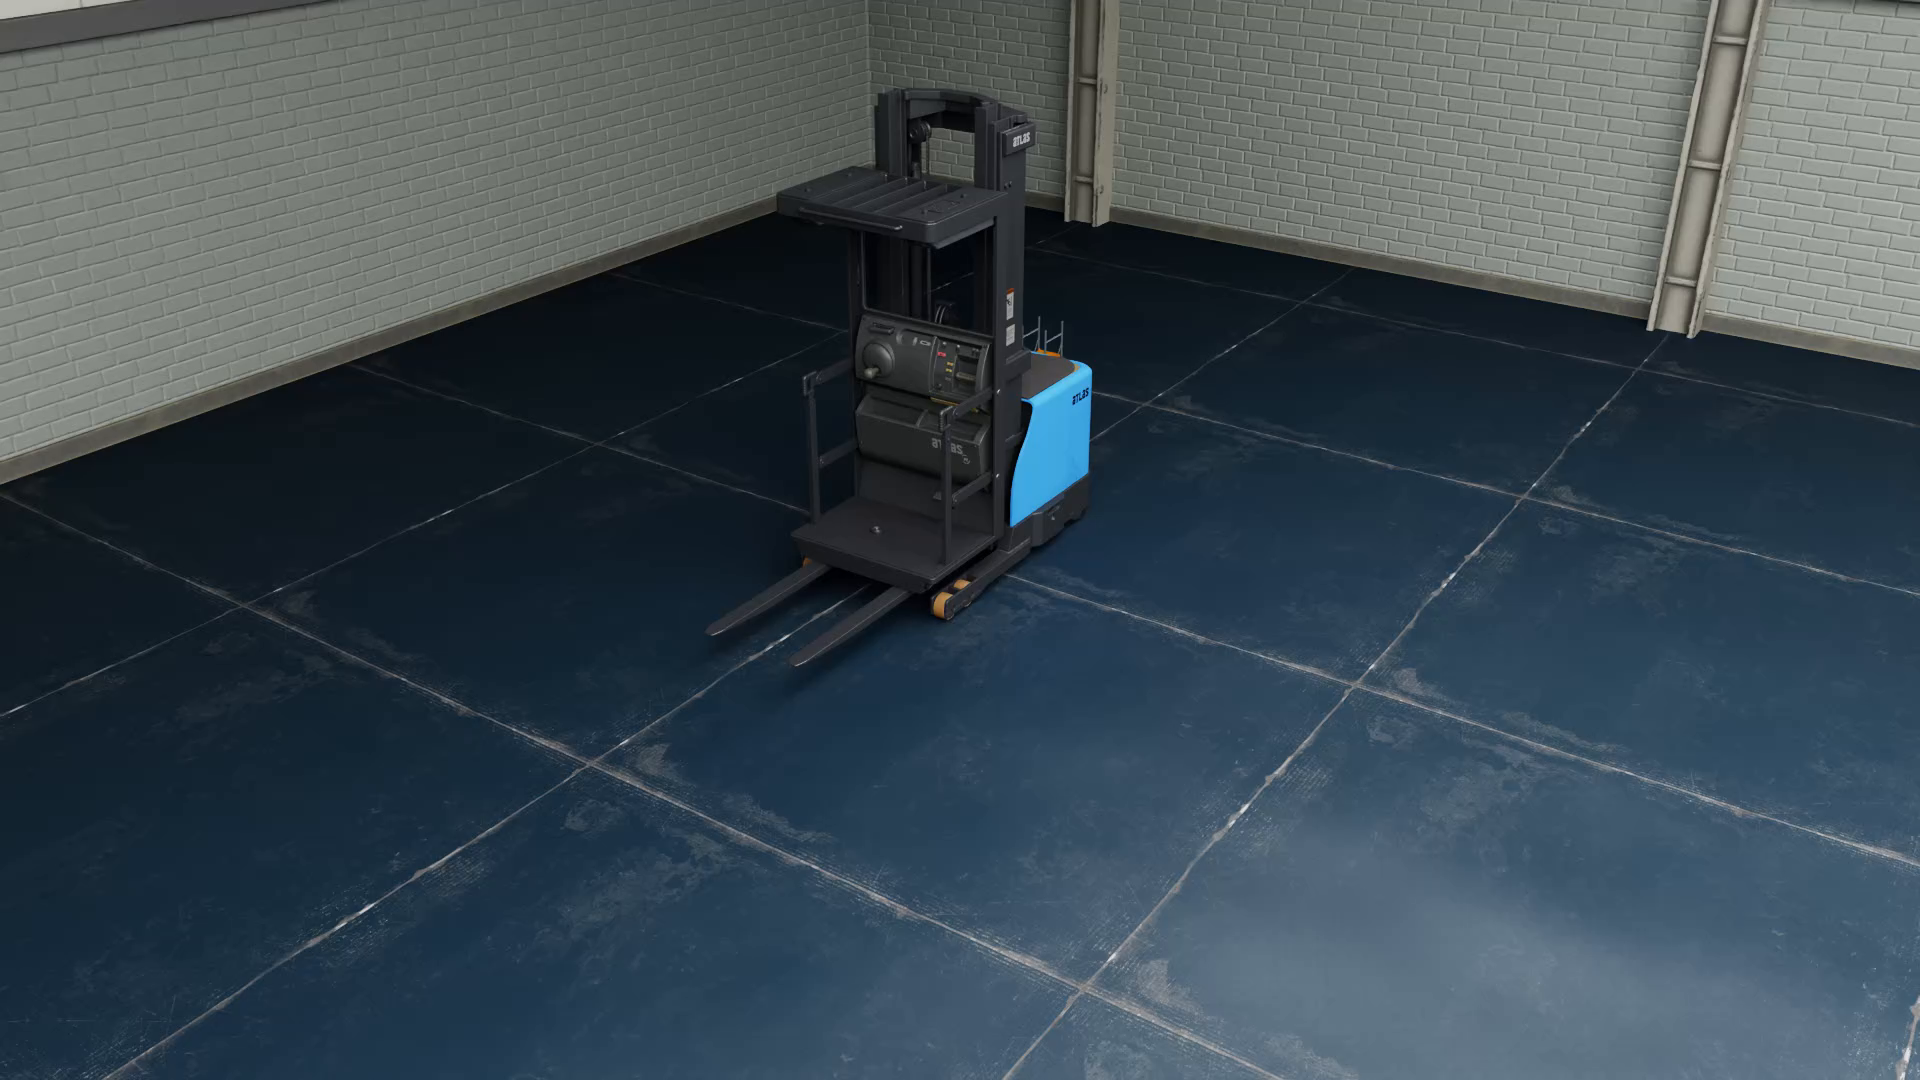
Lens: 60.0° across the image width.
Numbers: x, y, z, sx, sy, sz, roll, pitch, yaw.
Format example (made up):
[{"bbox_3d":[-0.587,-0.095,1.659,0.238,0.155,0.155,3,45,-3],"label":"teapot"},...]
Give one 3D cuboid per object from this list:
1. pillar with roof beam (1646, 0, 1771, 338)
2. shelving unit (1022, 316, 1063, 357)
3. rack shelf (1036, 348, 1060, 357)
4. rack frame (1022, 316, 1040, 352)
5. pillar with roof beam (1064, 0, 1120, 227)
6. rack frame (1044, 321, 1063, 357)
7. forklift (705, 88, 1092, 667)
[{"bbox_3d":[3.863,-4.262,9.478,0.400,9.000,9.100,17,32,30],"label":"pillar with roof beam"},{"bbox_3d":[0.557,-0.929,11.526,0.189,1.200,0.258,17,31,29],"label":"shelving unit"},{"bbox_3d":[0.557,-1.210,11.383,0.180,0.103,0.258,17,31,29],"label":"rack shelf"},{"bbox_3d":[0.481,-0.952,11.571,0.006,1.200,0.240,17,31,29],"label":"rack frame"},{"bbox_3d":[-1.083,-5.803,12.505,0.400,9.000,9.100,17,32,30],"label":"pillar with roof beam"},{"bbox_3d":[0.634,-0.906,11.481,0.006,1.200,0.240,17,31,29],"label":"rack frame"},{"bbox_3d":[-0.348,-1.068,9.891,1.130,2.935,3.031,17,31,29],"label":"forklift"}]
